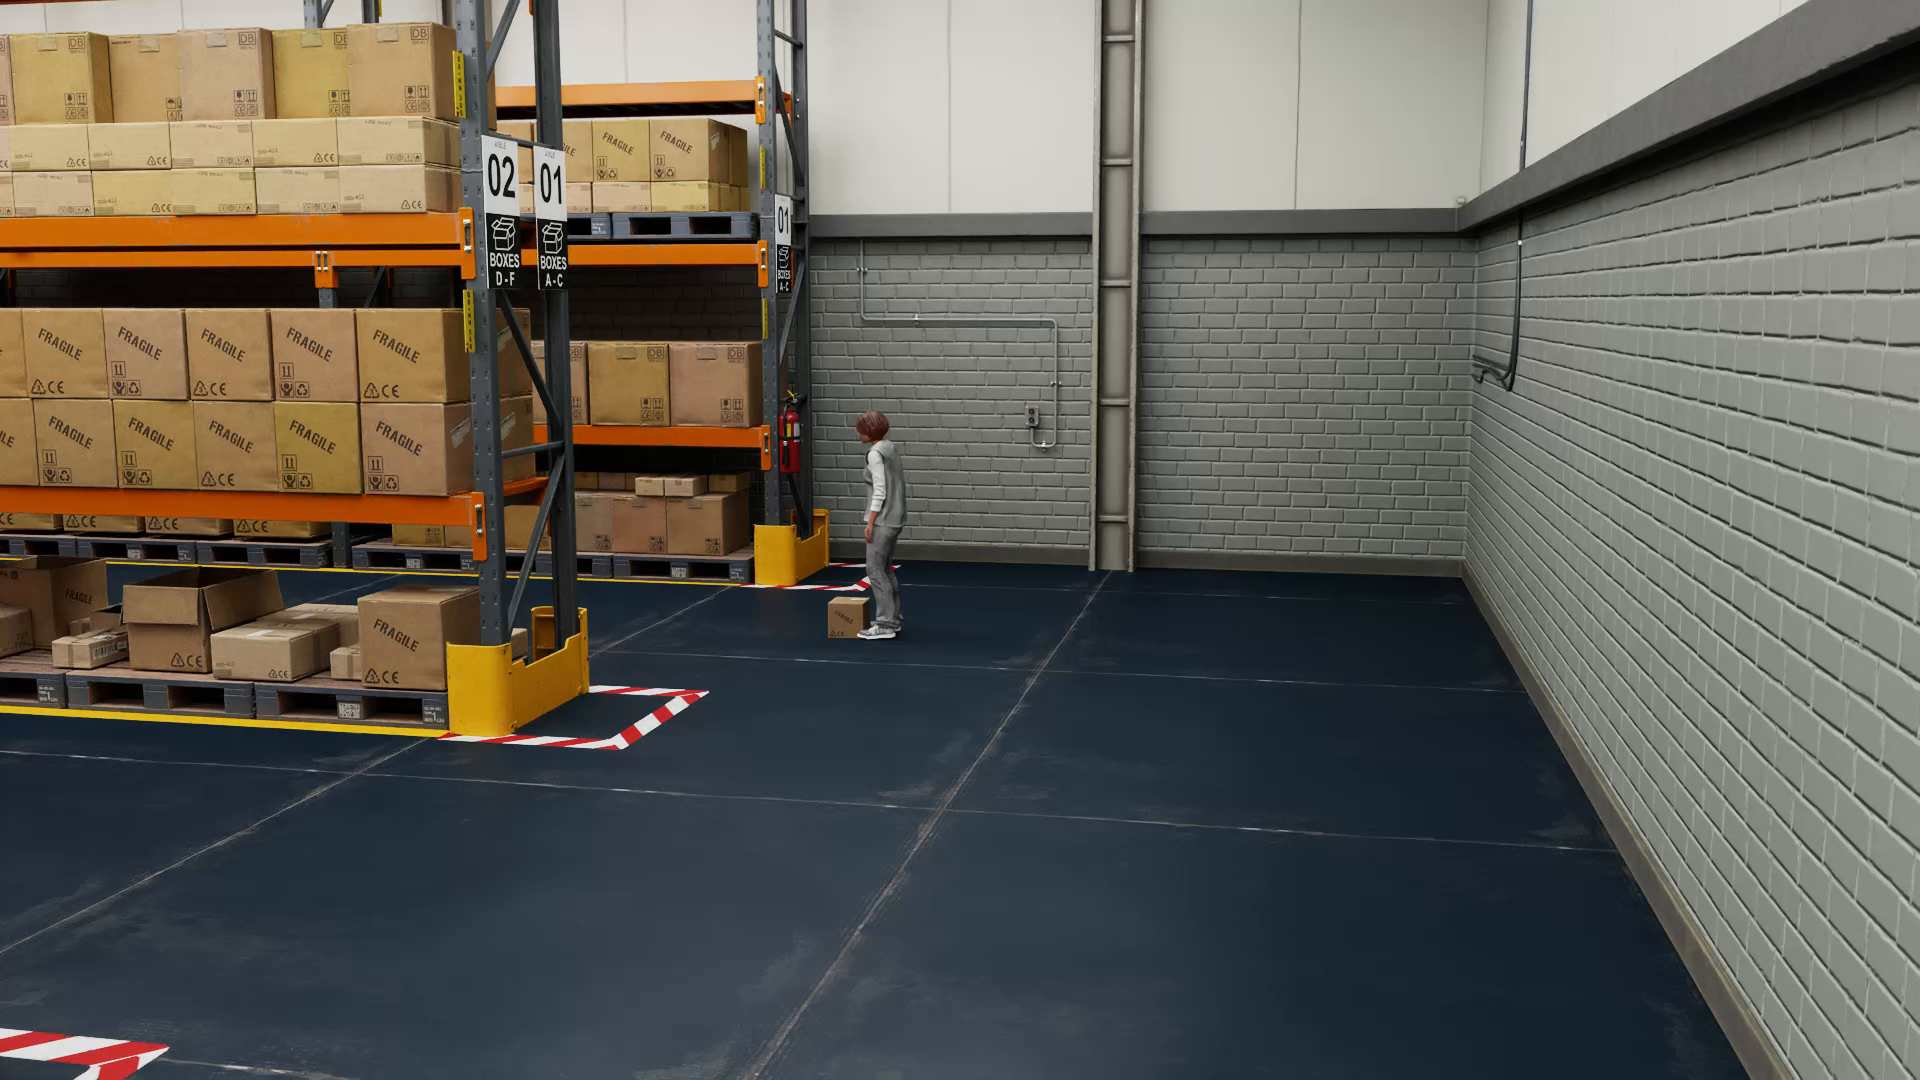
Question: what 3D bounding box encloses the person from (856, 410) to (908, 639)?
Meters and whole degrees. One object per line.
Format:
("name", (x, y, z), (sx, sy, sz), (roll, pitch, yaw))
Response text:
("person", (-0.546, -0.110, 11.629), (0.343, 1.593, 0.460), (2, 8, 11))
